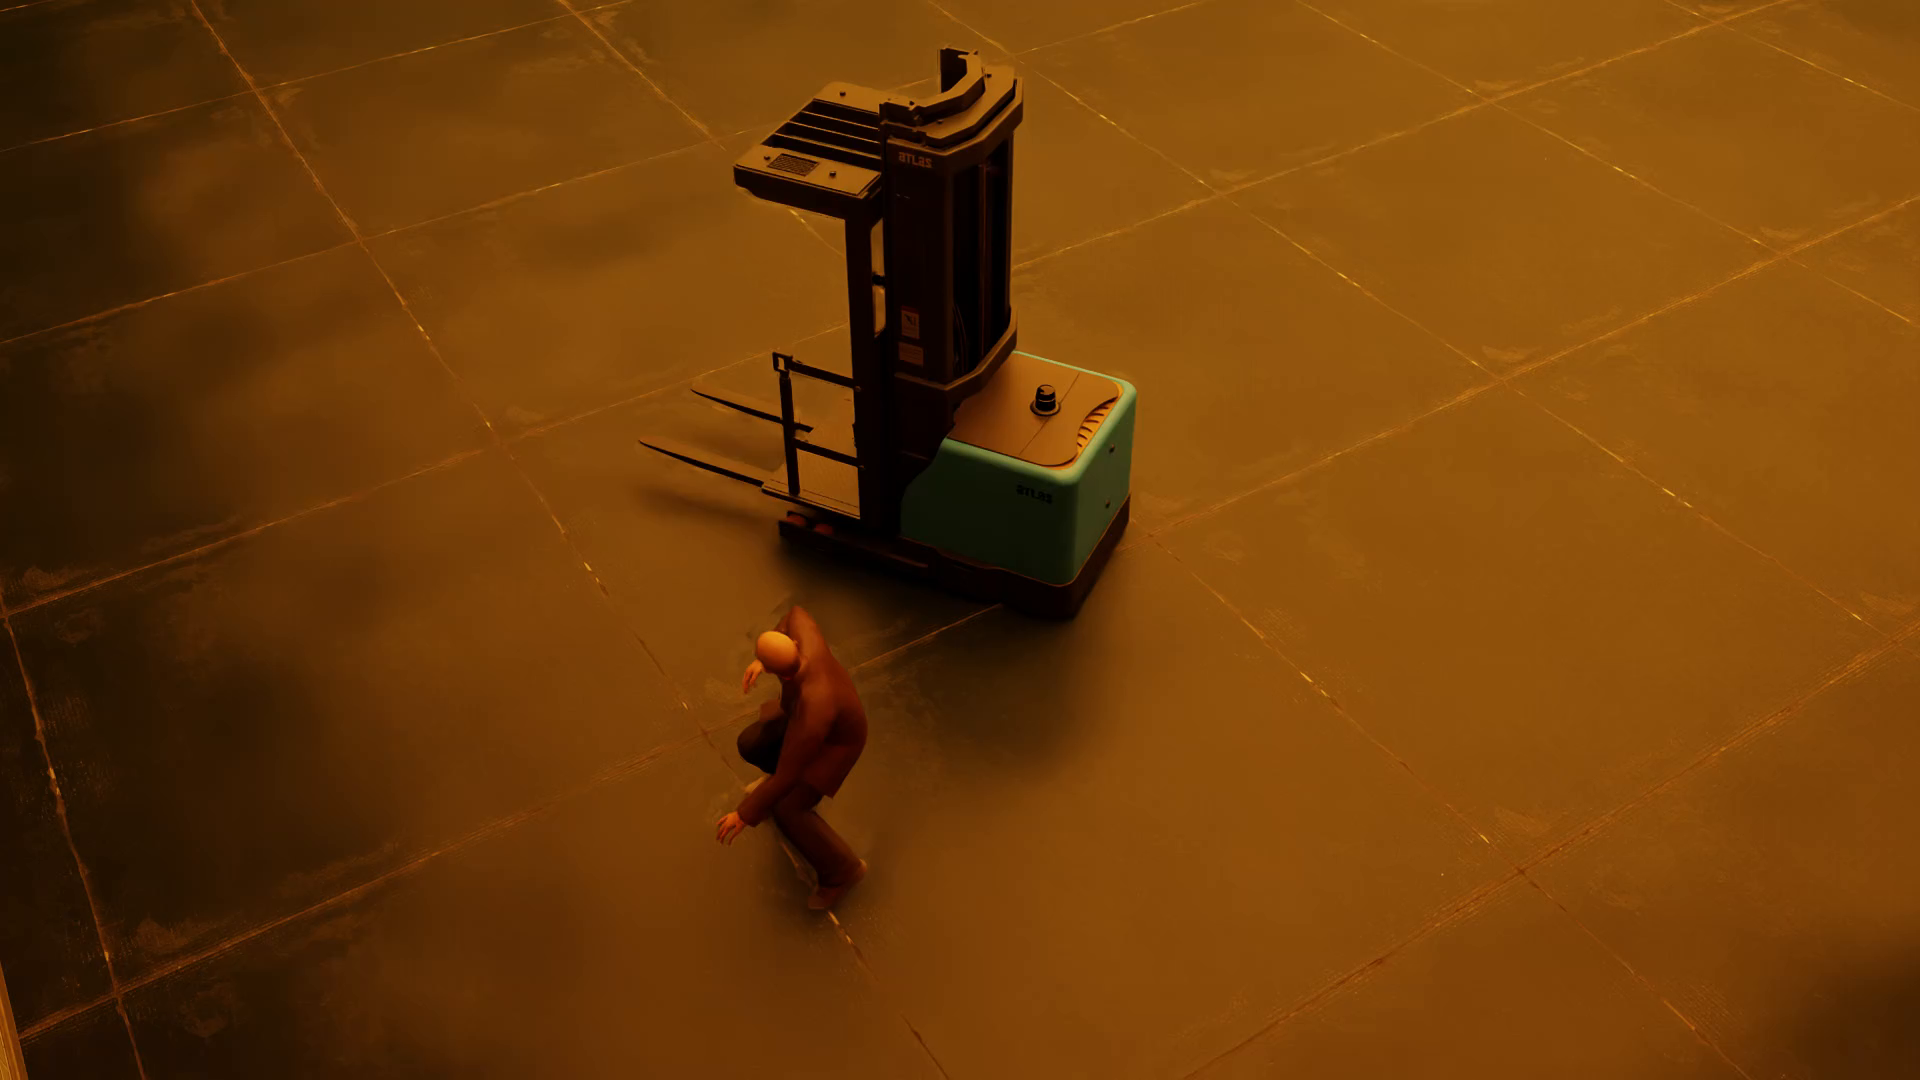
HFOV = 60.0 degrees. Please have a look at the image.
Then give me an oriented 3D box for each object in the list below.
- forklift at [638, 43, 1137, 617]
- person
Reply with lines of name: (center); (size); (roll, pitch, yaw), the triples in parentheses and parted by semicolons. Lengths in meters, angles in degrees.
forklift: (-0.528, -1.331, 9.394); (3.031, 2.935, 1.130); (18, 44, 19)
person: (-0.836, 0.980, 7.882); (0.859, 1.547, 0.879); (-14, 43, -15)
